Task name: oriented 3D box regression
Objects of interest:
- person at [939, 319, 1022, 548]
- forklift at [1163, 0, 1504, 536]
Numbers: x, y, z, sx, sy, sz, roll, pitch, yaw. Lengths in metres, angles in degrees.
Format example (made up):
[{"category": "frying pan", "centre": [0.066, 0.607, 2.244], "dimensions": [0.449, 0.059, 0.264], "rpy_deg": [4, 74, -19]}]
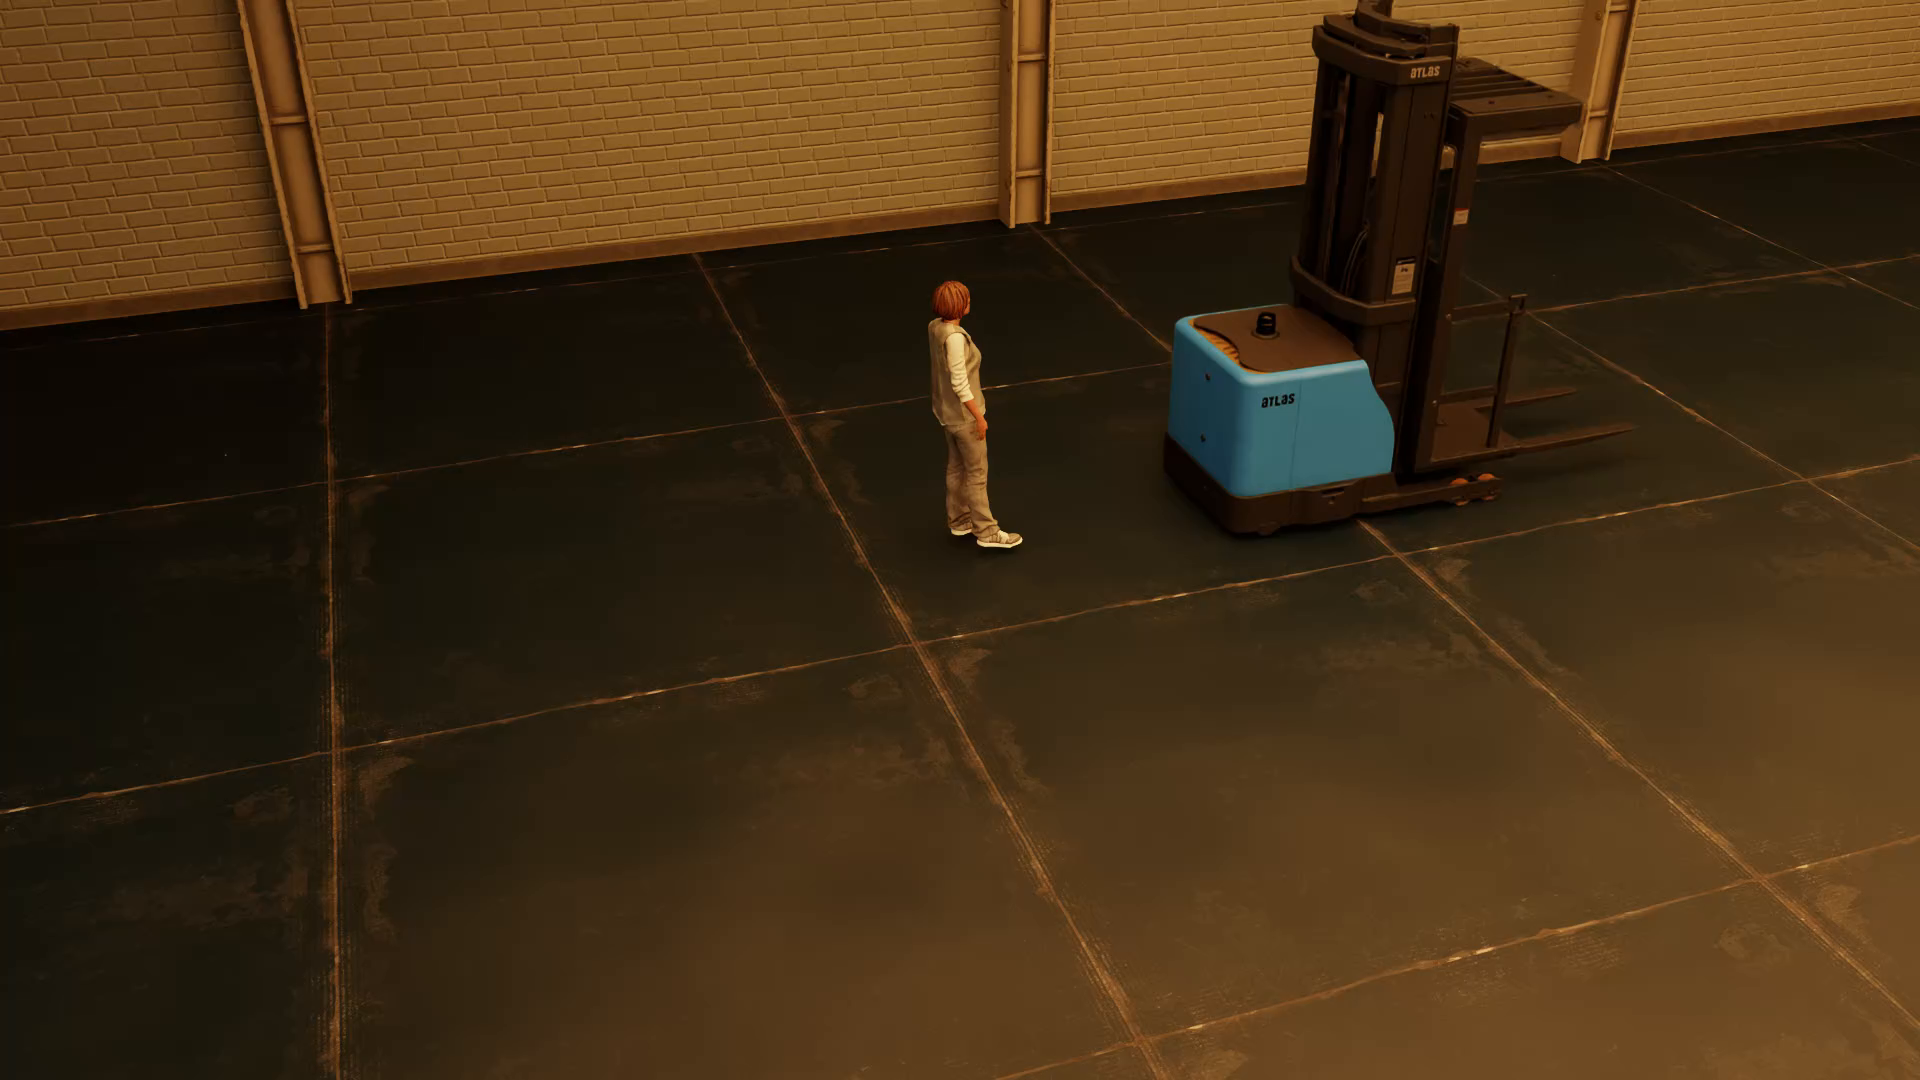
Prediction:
[{"category": "person", "centre": [0.081, -0.637, 9.674], "dimensions": [0.459, 1.362, 0.521], "rpy_deg": [-10, 31, -16]}, {"category": "forklift", "centre": [2.883, -1.727, 10.088], "dimensions": [3.031, 2.935, 1.130], "rpy_deg": [-10, 31, -16]}]
